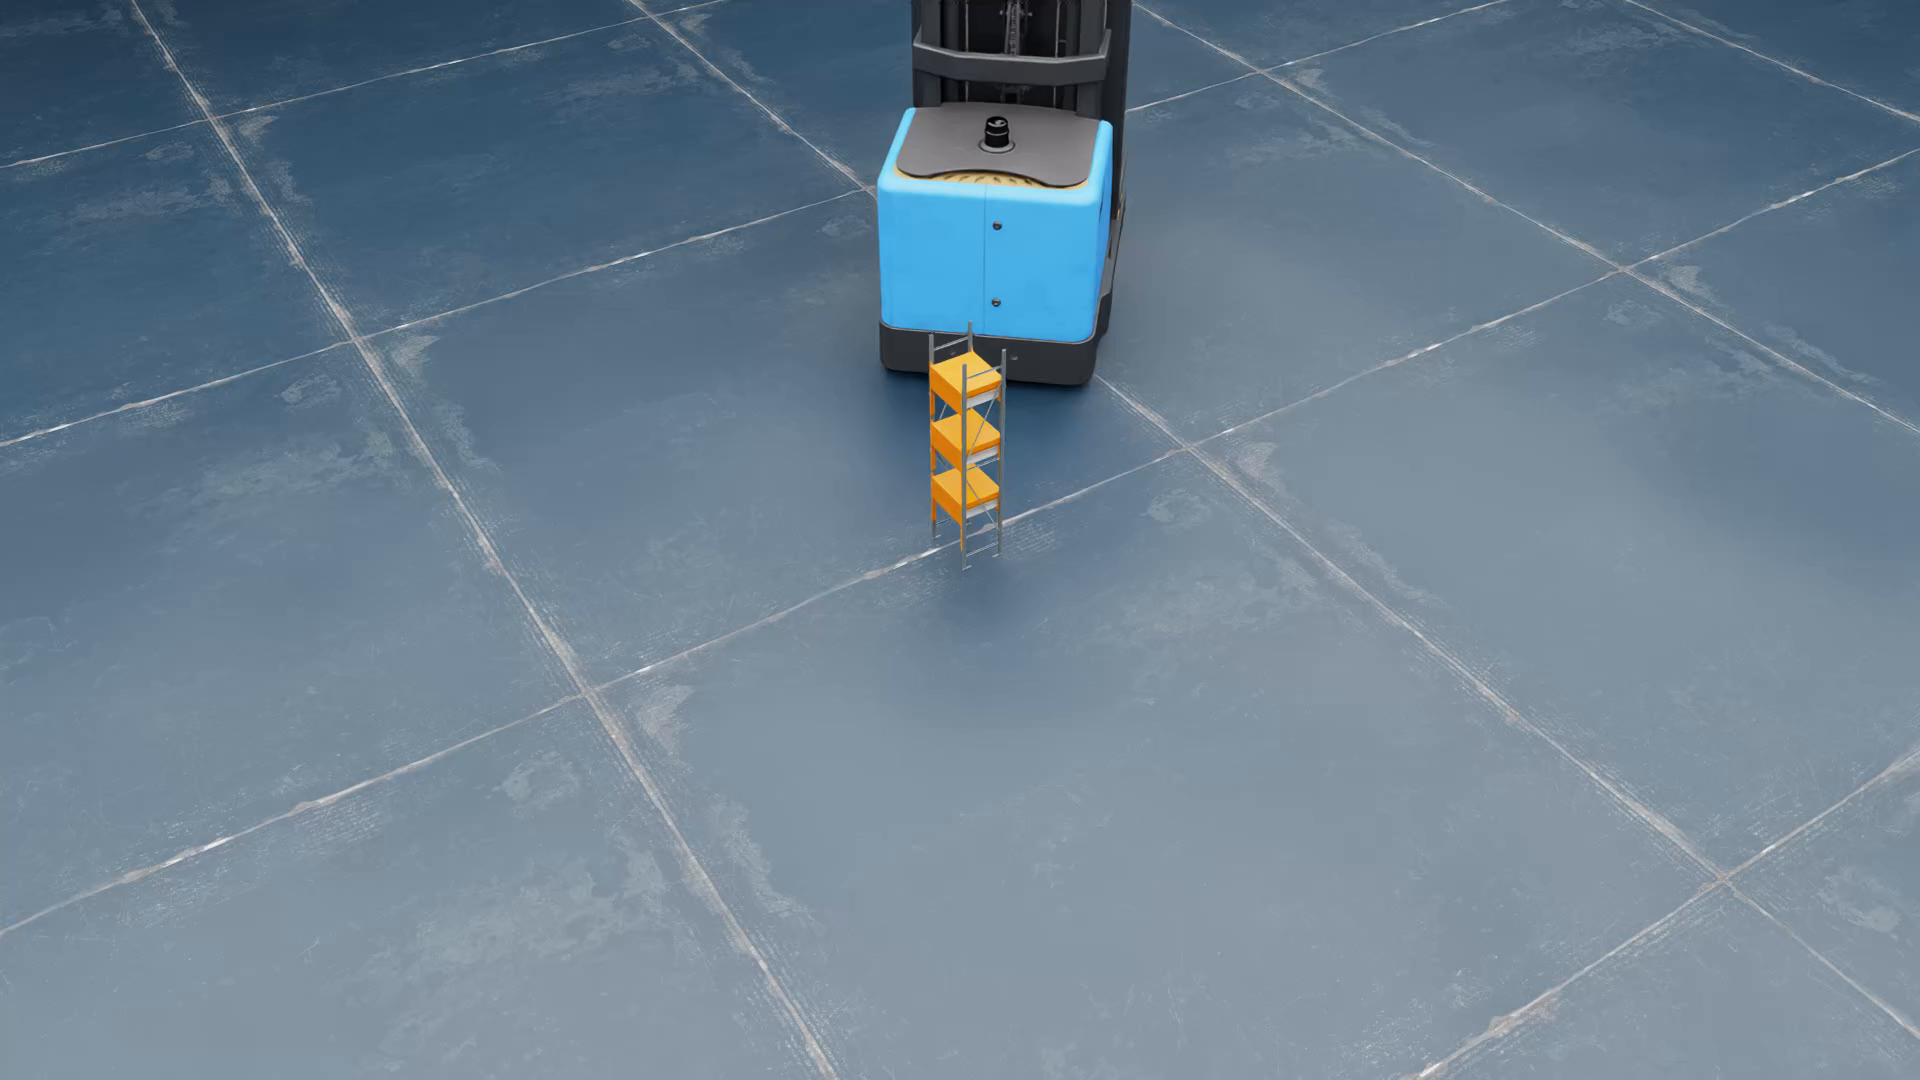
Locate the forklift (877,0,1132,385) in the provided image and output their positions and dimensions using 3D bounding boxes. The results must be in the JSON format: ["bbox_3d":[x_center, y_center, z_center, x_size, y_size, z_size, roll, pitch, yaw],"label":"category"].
[{"bbox_3d":[0.339,-2.817,8.342,1.130,2.935,3.031,6,40,7],"label":"forklift"}]

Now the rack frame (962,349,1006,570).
[{"bbox_3d":[0.094,-0.309,6.800,0.200,1.050,0.008,-22,45,-24],"label":"rack frame"}]

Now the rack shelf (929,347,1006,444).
[{"bbox_3d":[0.029,-0.584,6.704,0.215,0.259,0.240,-22,45,-24],"label":"rack shelf"}]

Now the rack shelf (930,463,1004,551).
[{"bbox_3d":[0.029,-0.153,7.064,0.215,0.259,0.240,-22,45,-24],"label":"rack shelf"}]

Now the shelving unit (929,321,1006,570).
[{"bbox_3d":[0.029,-0.374,6.879,0.215,1.050,0.252,-22,45,-24],"label":"shelving unit"}]

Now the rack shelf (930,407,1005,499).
[{"bbox_3d":[0.029,-0.366,6.886,0.215,0.259,0.240,-22,45,-24],"label":"rack shelf"}]

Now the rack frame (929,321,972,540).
[{"bbox_3d":[-0.037,-0.440,6.958,0.200,1.050,0.008,-22,45,-24],"label":"rack frame"}]
